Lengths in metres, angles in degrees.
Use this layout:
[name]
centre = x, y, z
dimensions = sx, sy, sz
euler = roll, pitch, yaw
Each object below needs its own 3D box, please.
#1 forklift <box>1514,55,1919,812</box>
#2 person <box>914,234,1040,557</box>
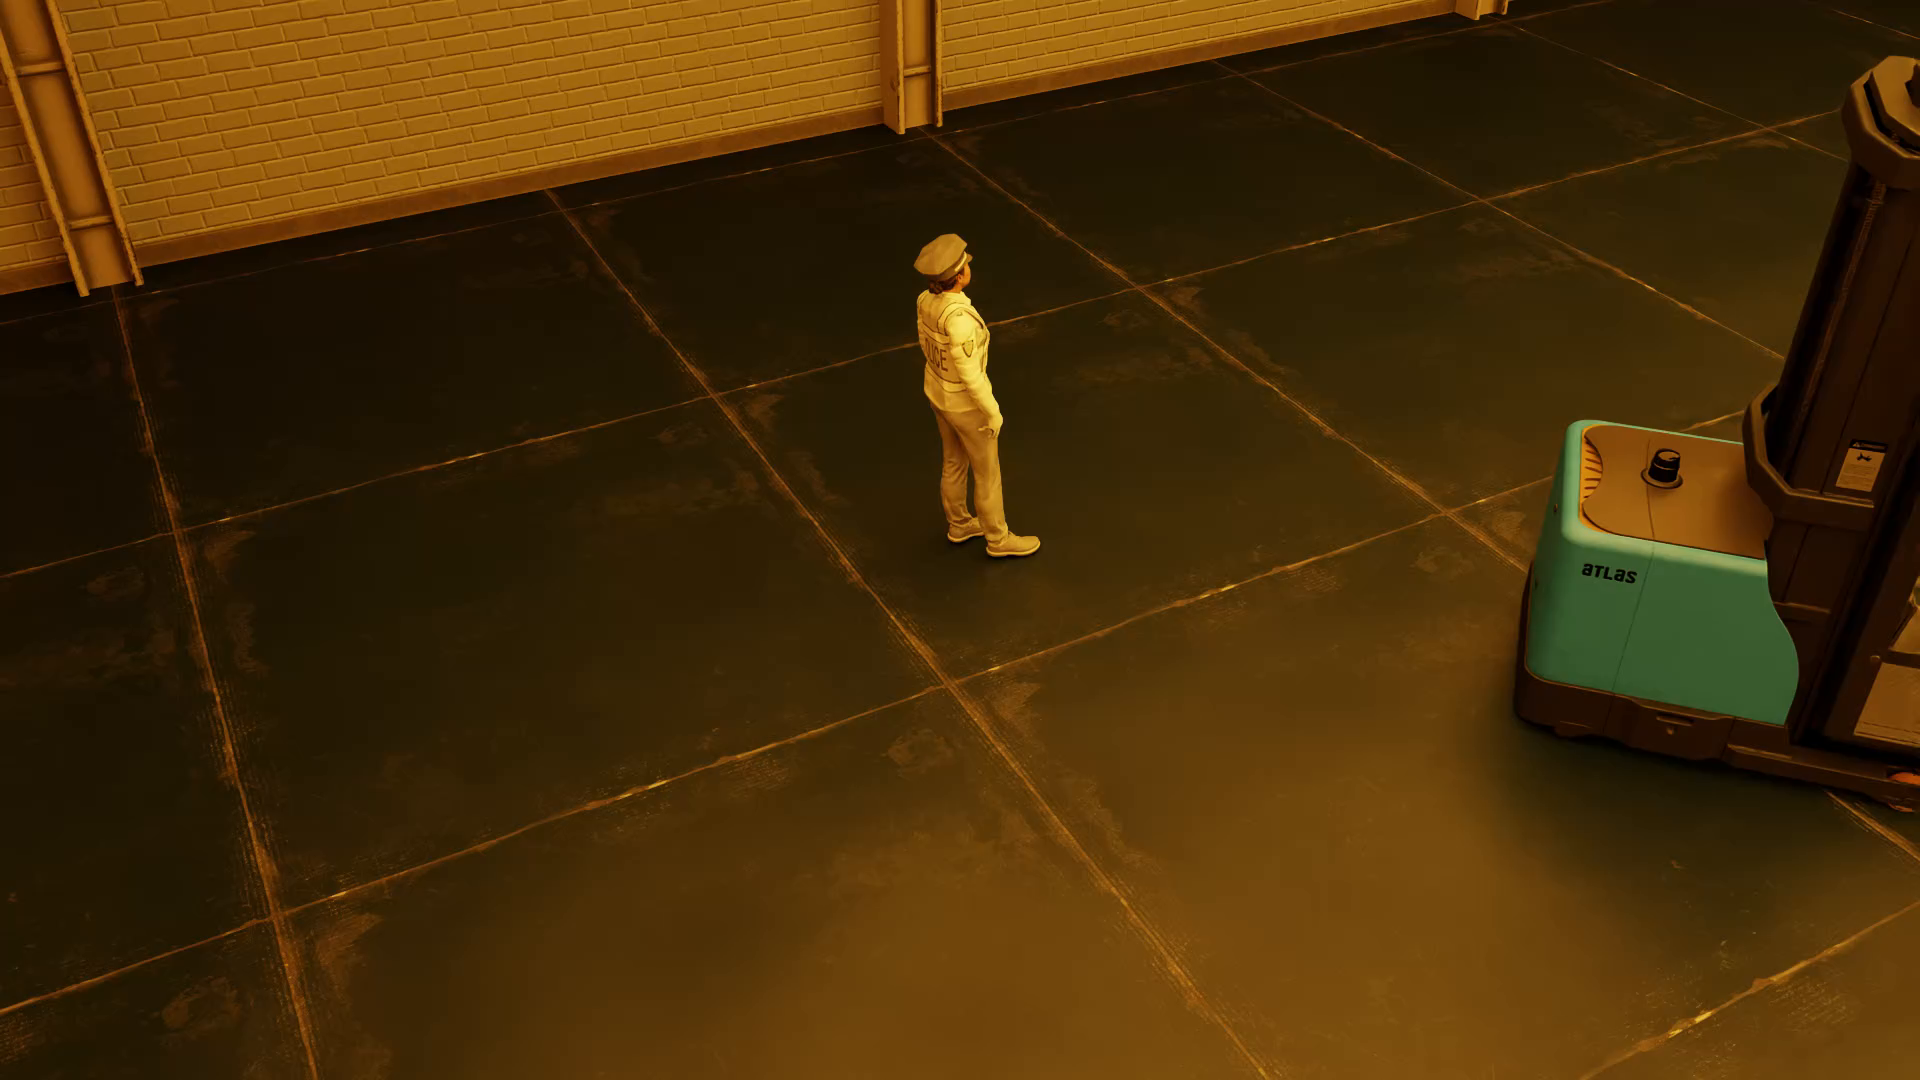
[forklift]
centre = 4.065, -0.359, 6.631
dimensions = 3.031, 2.935, 1.130
euler = 11, 37, 15
[person]
centre = 0.062, -0.708, 8.193
dimensions = 0.533, 1.685, 0.588
euler = -17, 39, -23
